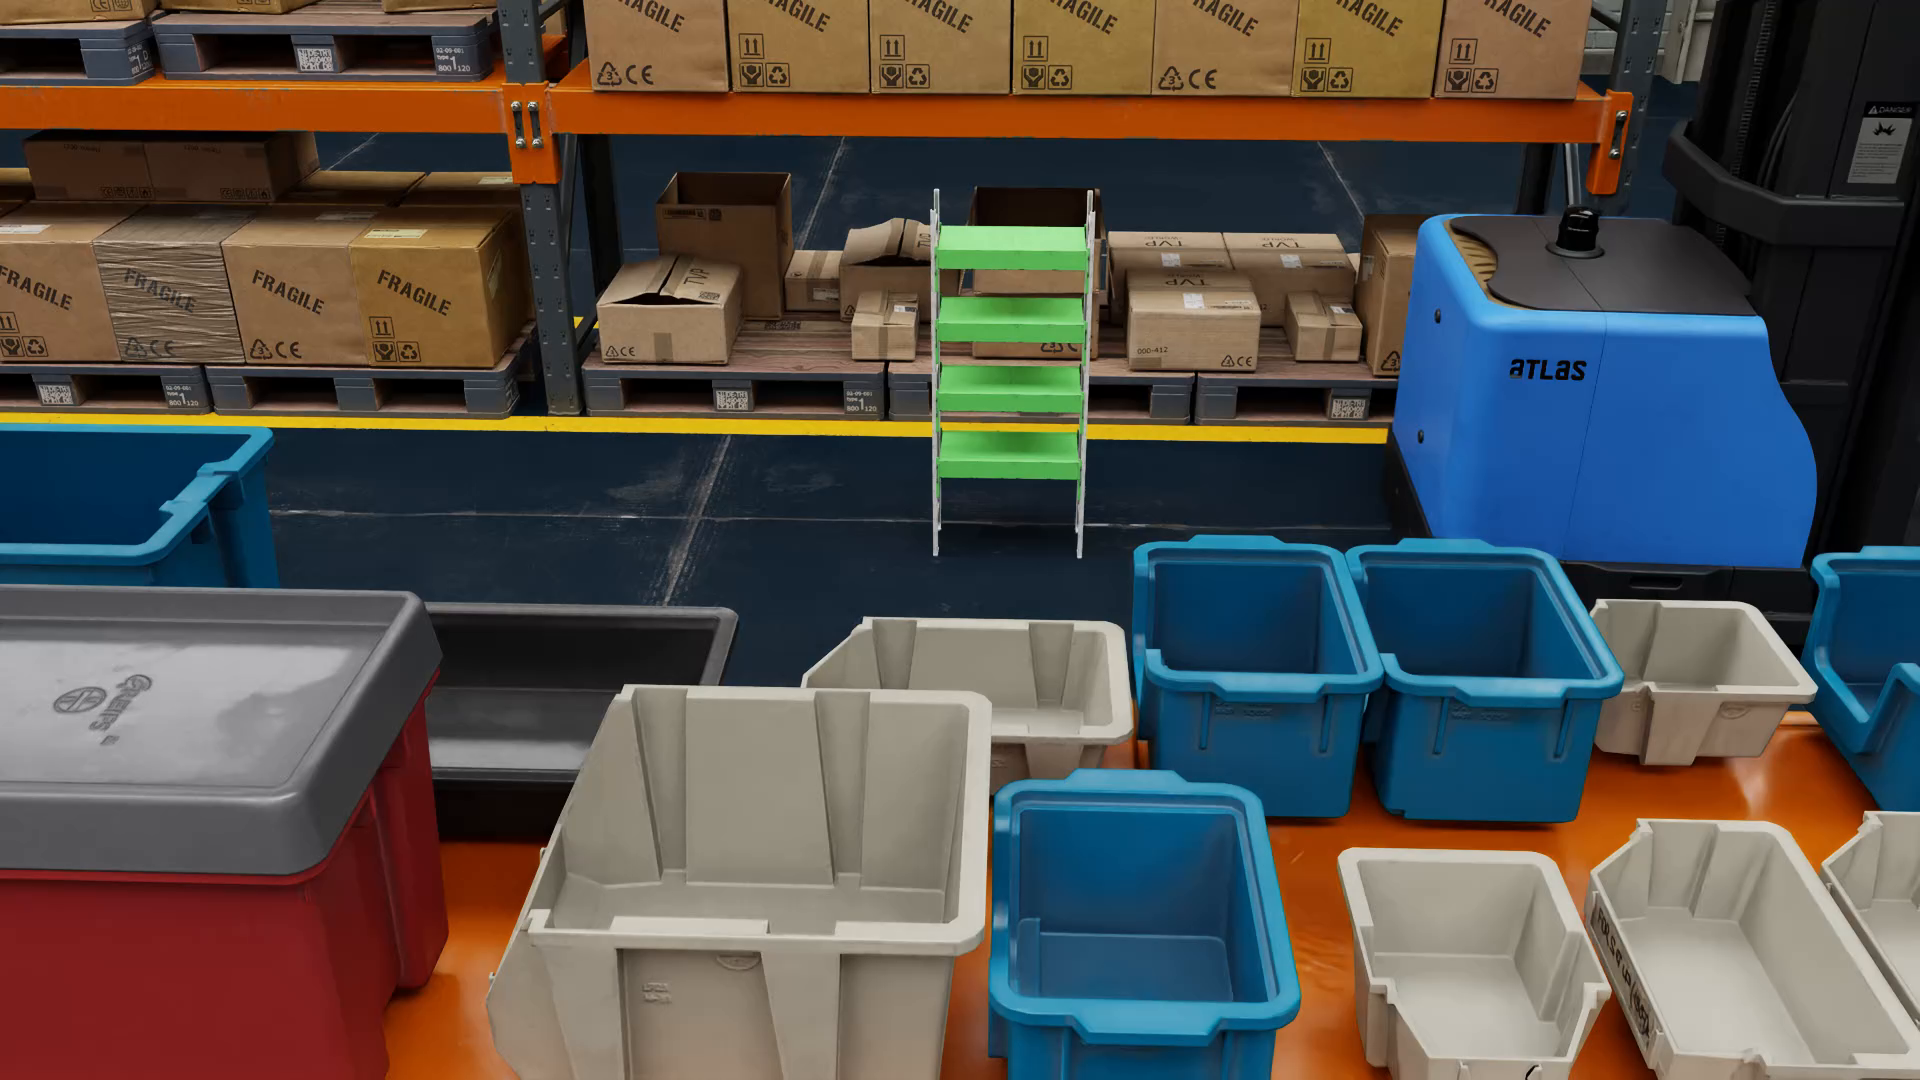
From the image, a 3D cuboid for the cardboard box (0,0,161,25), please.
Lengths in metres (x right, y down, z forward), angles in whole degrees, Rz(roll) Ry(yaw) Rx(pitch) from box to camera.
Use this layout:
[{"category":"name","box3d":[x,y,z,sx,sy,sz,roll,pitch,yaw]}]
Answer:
[{"category":"cardboard box","box3d":[-3.343,-2.284,6.301,0.500,0.500,0.700,-6,29,-11]}]

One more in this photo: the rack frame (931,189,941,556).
[{"category":"rack frame","box3d":[-0.078,-0.531,5.471,0.015,1.200,0.240,1,28,2]}]

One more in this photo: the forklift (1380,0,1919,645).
[{"category":"forklift","box3d":[2.979,-1.158,4.806,3.031,2.935,1.130,2,28,4]}]

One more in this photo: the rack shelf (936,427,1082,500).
[{"category":"rack shelf","box3d":[0.165,-0.259,5.606,0.480,0.148,0.258,1,28,2]}]

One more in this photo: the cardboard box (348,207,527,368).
[{"category":"cardboard box","box3d":[-2.078,-1.018,6.667,0.500,0.500,0.500,1,28,2]}]

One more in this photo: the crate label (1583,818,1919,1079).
[{"category":"crate label","box3d":[0.854,0.487,1.846,0.243,0.136,0.396,1,28,2]}]

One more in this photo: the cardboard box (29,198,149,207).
[{"category":"cardboard box","box3d":[-3.588,-1.290,7.180,0.500,0.500,0.500,0,28,0]}]

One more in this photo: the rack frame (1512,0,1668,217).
[{"category":"rack frame","box3d":[2.423,-1.988,6.298,0.127,3.000,1.000,1,28,2]}]

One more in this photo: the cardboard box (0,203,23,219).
[{"category":"cardboard box","box3d":[-4.103,-1.052,6.731,0.500,0.500,0.500,1,28,1]}]

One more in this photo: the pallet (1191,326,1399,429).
[{"category":"pallet","box3d":[1.550,-0.770,6.977,1.213,0.211,1.003,1,28,2]}]

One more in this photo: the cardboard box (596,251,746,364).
[{"category":"cardboard box","box3d":[-1.163,-0.952,6.745,0.500,0.311,0.500,1,28,2]}]

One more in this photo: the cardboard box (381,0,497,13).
[{"category":"cardboard box","box3d":[-2.041,-2.396,6.513,0.500,0.500,0.700,-8,29,-15]}]

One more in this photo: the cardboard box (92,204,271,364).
[{"category":"cardboard box","box3d":[-3.073,-1.039,6.706,0.500,0.500,0.500,1,28,2]}]

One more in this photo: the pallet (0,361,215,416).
[{"category":"pallet","box3d":[-3.612,-0.837,7.103,1.213,0.211,1.003,1,28,2]}]

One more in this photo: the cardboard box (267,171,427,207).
[{"category":"cardboard box","box3d":[-2.583,-1.270,7.142,0.500,0.500,0.500,1,28,3]}]

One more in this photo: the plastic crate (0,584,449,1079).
[{"category":"plastic crate","box3d":[-0.870,0.342,1.770,0.583,0.464,0.402,1,28,2]}]

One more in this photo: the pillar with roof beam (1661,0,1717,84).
[{"category":"pillar with roof beam","box3d":[5.171,-5.303,6.145,0.400,9.000,9.100,1,28,2]}]

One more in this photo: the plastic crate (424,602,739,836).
[{"category":"plastic crate","box3d":[-0.625,0.252,2.301,0.590,0.125,0.437,1,28,2]}]

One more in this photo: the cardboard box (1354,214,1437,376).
[{"category":"cardboard box","box3d":[1.870,-0.972,6.579,0.500,0.500,0.500,1,28,2]}]

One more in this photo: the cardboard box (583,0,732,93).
[{"category":"cardboard box","box3d":[-1.075,-1.962,6.142,0.500,0.500,0.500,2,28,3]}]

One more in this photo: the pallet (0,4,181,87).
[{"category":"pallet","box3d":[-3.629,-2.005,6.535,1.213,0.211,1.003,1,28,2]}]

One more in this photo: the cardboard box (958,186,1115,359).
[{"category":"cardboard box","box3d":[0.303,-1.117,6.850,0.637,0.503,0.797,1,28,2]}]

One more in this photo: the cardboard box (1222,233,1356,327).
[{"category":"cardboard box","box3d":[1.389,-1.118,7.122,0.500,0.250,0.500,1,28,2]}]

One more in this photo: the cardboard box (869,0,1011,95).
[{"category":"cardboard box","box3d":[-0.064,-1.946,6.112,0.500,0.500,0.500,1,28,2]}]

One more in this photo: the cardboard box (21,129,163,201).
[{"category":"cardboard box","box3d":[-3.551,-1.622,7.006,0.500,0.250,0.500,0,28,1]}]

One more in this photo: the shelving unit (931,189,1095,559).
[{"category":"shelving unit","box3d":[0.165,-0.527,5.464,0.503,1.200,0.258,1,28,2]}]

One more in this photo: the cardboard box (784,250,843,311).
[{"category":"cardboard box","box3d":[-0.619,-1.134,7.261,0.250,0.149,0.380,1,28,2]}]

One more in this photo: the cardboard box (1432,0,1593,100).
[{"category":"cardboard box","box3d":[1.965,-1.912,6.048,0.500,0.500,0.500,2,28,3]}]

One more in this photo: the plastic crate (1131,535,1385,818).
[{"category":"plastic crate","box3d":[0.393,0.193,2.298,0.300,0.233,0.416,1,28,2]}]

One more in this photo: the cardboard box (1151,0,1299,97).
[{"category":"cardboard box","box3d":[0.948,-1.930,6.081,0.500,0.500,0.500,1,28,2]}]

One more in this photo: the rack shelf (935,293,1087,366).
[{"category":"rack shelf","box3d":[0.165,-0.683,5.381,0.480,0.148,0.258,1,28,2]}]

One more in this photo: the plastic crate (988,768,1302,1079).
[{"category":"plastic crate","box3d":[0.183,0.464,1.787,0.300,0.233,0.416,1,28,2]}]

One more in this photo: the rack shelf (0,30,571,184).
[{"category":"rack shelf","box3d":[-3.574,-1.769,6.653,4.000,0.370,1.077,1,28,2]}]

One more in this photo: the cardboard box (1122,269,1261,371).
[{"category":"cardboard box","box3d":[0.922,-0.891,6.694,0.500,0.250,0.500,1,28,2]}]

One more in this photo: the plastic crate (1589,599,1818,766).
[{"category":"plastic crate","box3d":[1.013,0.207,2.374,0.298,0.136,0.250,1,28,2]}]

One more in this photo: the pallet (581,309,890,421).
[{"category":"pallet","box3d":[-0.889,-0.810,7.053,1.213,0.211,1.003,1,28,2]}]
